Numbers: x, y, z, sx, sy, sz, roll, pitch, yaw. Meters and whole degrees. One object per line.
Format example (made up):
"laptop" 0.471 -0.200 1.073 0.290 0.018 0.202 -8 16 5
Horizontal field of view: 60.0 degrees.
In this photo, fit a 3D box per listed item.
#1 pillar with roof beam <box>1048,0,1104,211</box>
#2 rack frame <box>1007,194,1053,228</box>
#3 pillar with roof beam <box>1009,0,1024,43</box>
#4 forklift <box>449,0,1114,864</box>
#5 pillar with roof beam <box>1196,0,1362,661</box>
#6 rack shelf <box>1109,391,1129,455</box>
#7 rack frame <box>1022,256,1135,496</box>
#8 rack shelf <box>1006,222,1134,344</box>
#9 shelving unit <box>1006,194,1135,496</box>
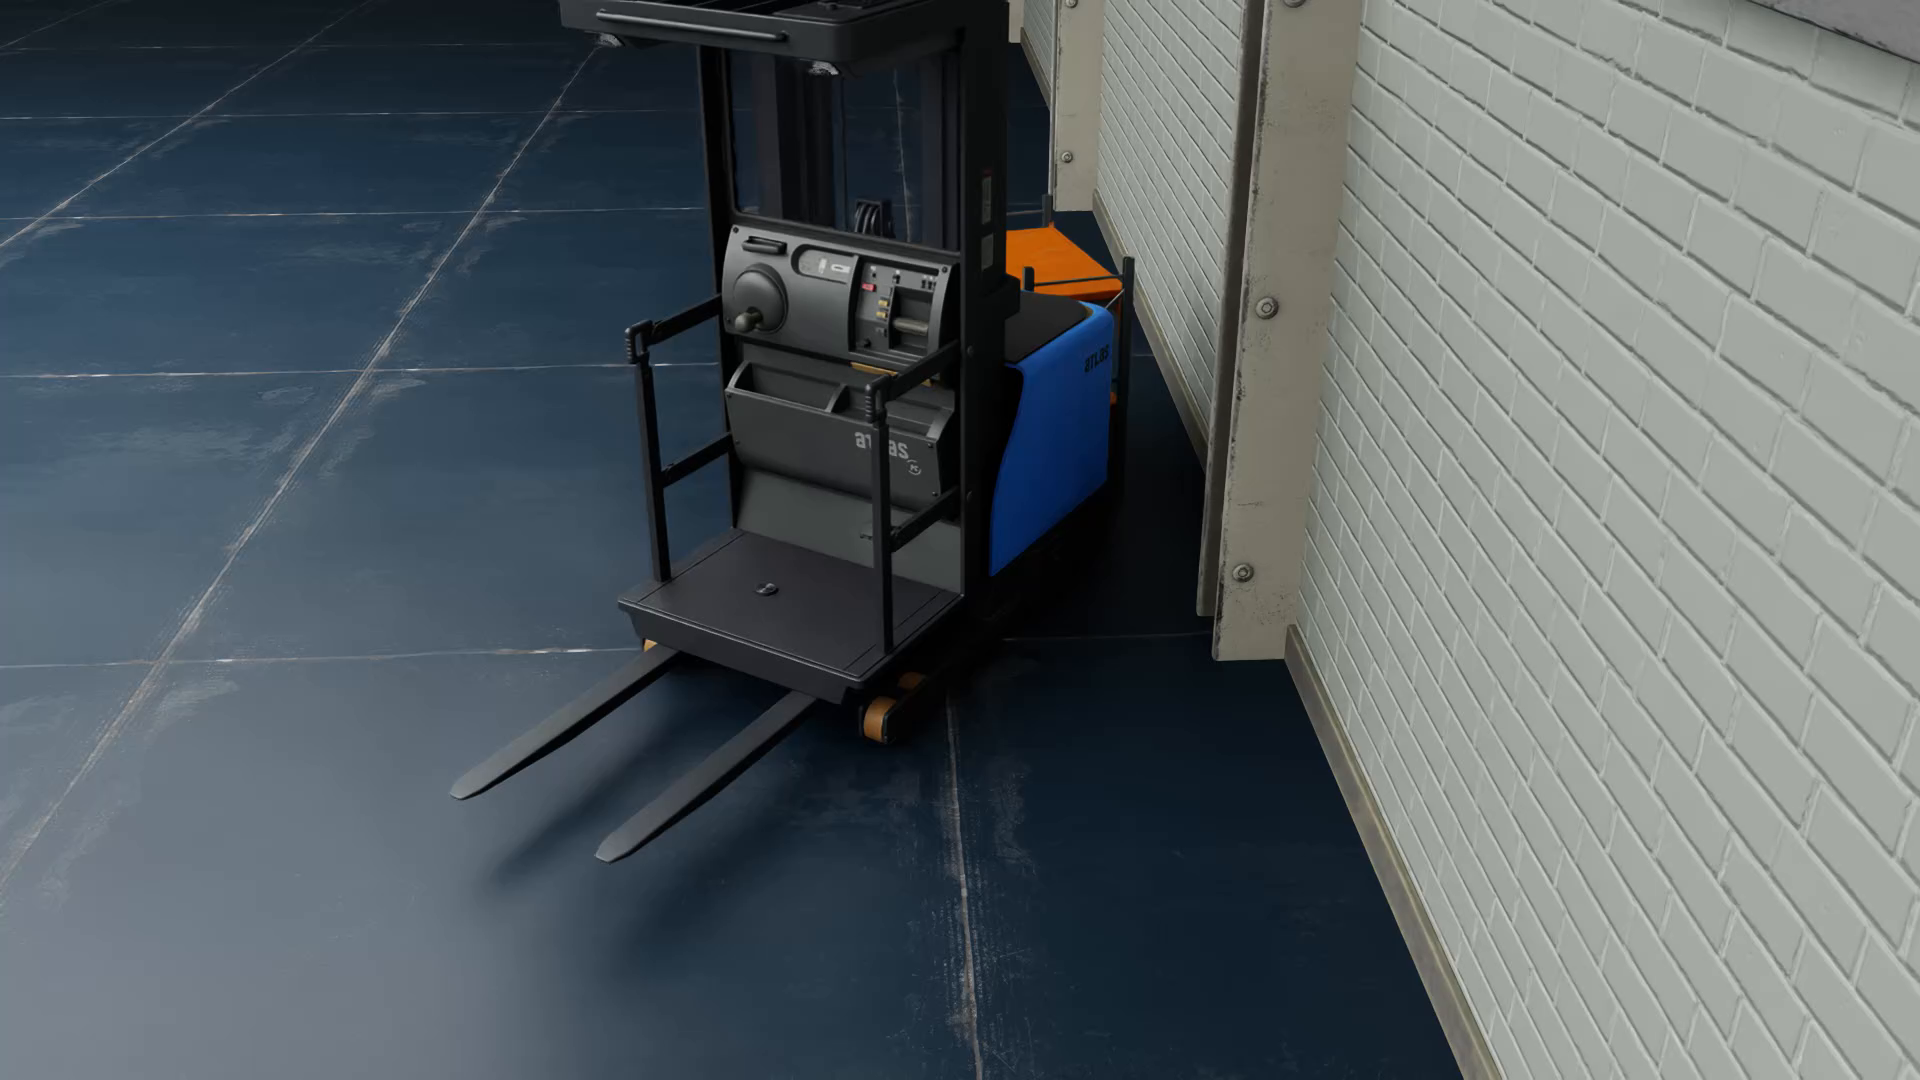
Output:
"pillar with roof beam" -3.497 -6.291 9.580 9.100 9.000 0.400 -1 28 -3
"rack frame" 0.204 -1.131 8.201 0.500 1.125 0.032 -8 29 -15
"pillar with roof beam" -3.810 -9.061 14.893 9.100 9.000 0.400 -1 28 -3
"forklift" -0.549 -0.824 5.661 1.130 2.935 3.031 15 31 27
"pillar with roof beam" -3.183 -3.520 4.267 9.100 9.000 0.400 -1 28 -3
"rack shelf" 0.356 -0.689 7.884 0.538 0.278 1.000 -8 29 -15
"rack frame" 0.507 -0.682 7.341 0.500 1.125 0.032 -8 29 -15
"rack shelf" 0.356 -1.166 7.636 0.538 0.278 1.000 -8 29 -15
"shelving unit" 0.356 -0.906 7.771 0.538 1.125 1.048 -8 29 -15
